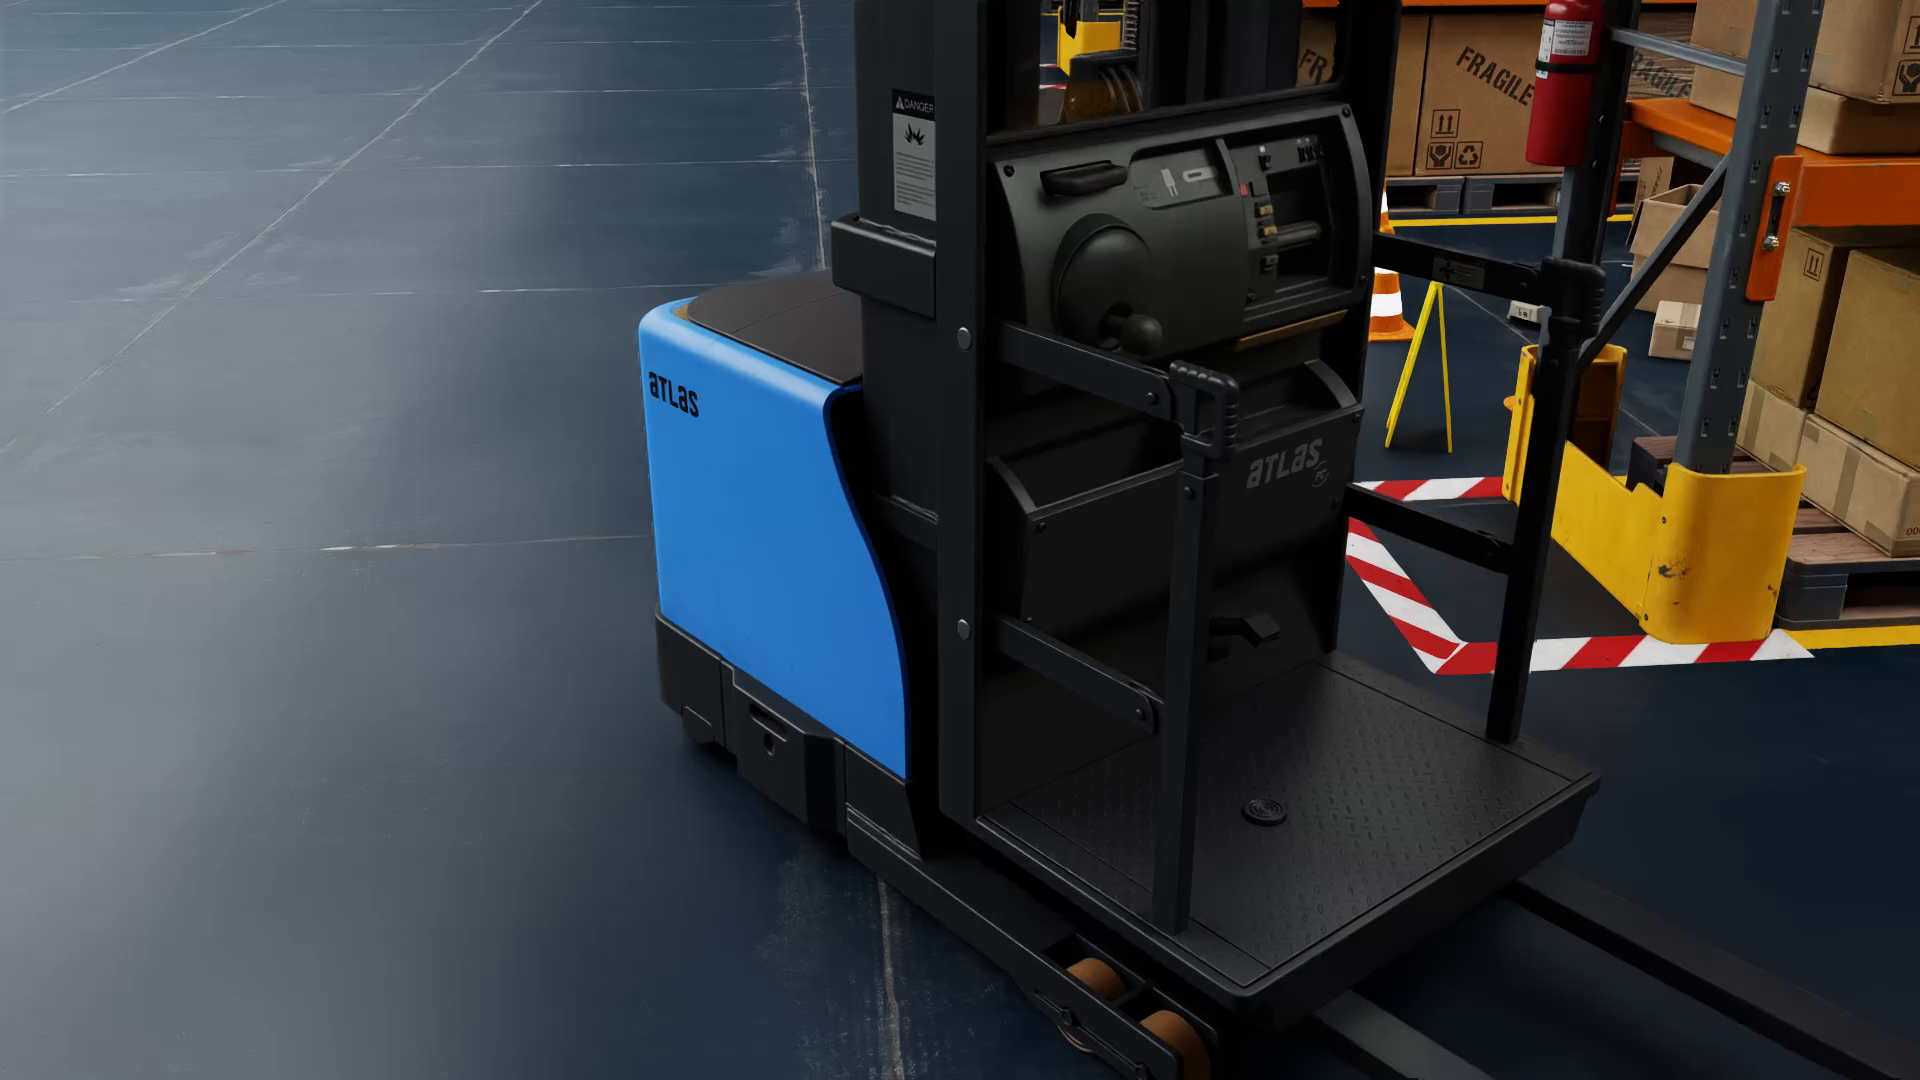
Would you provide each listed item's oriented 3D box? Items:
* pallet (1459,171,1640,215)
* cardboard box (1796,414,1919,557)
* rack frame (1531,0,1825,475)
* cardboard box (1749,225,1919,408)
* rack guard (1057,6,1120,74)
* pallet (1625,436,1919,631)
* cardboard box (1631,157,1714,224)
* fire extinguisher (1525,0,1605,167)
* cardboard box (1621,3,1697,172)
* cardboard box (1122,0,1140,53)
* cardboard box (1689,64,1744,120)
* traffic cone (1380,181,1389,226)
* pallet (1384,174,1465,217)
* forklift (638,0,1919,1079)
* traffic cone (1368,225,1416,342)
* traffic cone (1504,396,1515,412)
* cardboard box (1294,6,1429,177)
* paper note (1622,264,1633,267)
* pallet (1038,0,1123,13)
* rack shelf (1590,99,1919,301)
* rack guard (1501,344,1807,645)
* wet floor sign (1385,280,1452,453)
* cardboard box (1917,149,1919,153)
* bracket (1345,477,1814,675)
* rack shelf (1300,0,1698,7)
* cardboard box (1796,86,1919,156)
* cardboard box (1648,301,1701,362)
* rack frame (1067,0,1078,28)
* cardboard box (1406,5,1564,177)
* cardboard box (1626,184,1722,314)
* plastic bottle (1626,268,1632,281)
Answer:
[{"bbox_3d":[3.386,-2.152,9.832,1.213,0.211,1.003,-2,24,-5],"label":"pallet"},{"bbox_3d":[2.804,-0.175,4.818,0.500,0.250,0.500,-2,24,-6],"label":"cardboard box"},{"bbox_3d":[1.974,-1.319,4.524,0.127,3.000,1.000,-2,24,-5],"label":"rack frame"},{"bbox_3d":[2.745,-0.734,5.154,0.500,0.500,0.500,-2,24,-5],"label":"cardboard box"},{"bbox_3d":[1.075,-4.185,14.050,0.348,0.500,1.175,-2,24,-5],"label":"rack guard"},{"bbox_3d":[2.861,-0.066,5.138,1.213,0.211,1.003,-2,24,-5],"label":"pallet"},{"bbox_3d":[3.923,-1.857,8.810,0.500,0.500,0.500,2,24,4],"label":"cardboard box"},{"bbox_3d":[1.814,-1.465,4.948,0.183,0.674,0.296,-2,24,-5],"label":"fire extinguisher"},{"bbox_3d":[3.838,-2.662,9.644,0.875,0.875,0.875,-2,24,-5],"label":"cardboard box"},{"bbox_3d":[3.155,-1.955,6.992,2.007,1.739,15.623,-3,24,-6],"label":"cardboard box"},{"bbox_3d":[2.325,-1.305,4.803,0.250,0.149,0.380,-1,24,-3],"label":"cardboard box"},{"bbox_3d":[2.055,-1.603,8.288,0.334,0.463,0.336,-2,24,-5],"label":"traffic cone"},{"bbox_3d":[2.175,-2.105,9.726,1.213,0.211,1.003,-2,24,-5],"label":"pallet"},{"bbox_3d":[0.572,-0.557,2.894,1.130,2.935,3.031,-19,30,-36],"label":"forklift"},{"bbox_3d":[1.827,-1.133,7.230,0.334,0.463,0.336,-2,24,-5],"label":"traffic cone"},{"bbox_3d":[2.275,-0.698,6.251,0.334,0.463,0.336,-2,24,-5],"label":"traffic cone"},{"bbox_3d":[2.872,-3.567,9.067,2.515,2.999,0.987,-2,24,-4],"label":"cardboard box"},{"bbox_3d":[3.378,-1.368,8.316,0.123,0.001,0.032,10,26,22],"label":"paper note"},{"bbox_3d":[1.393,-6.104,18.724,1.213,0.211,1.003,-2,24,-5],"label":"pallet"},{"bbox_3d":[3.964,-1.070,4.850,4.000,0.370,1.077,-2,24,-5],"label":"rack shelf"},{"bbox_3d":[2.049,-0.180,5.038,0.348,0.500,1.175,-2,24,-5],"label":"rack guard"},{"bbox_3d":[1.679,-0.668,5.958,0.232,0.644,0.267,6,25,13],"label":"wet floor sign"},{"bbox_3d":[2.582,-1.150,4.453,0.250,0.149,0.380,-2,24,-4],"label":"cardboard box"},{"bbox_3d":[1.726,0.065,5.103,1.079,0.001,1.378,-2,24,-5],"label":"bracket"},{"bbox_3d":[3.377,-3.067,9.342,4.000,0.370,1.077,-2,24,-5],"label":"rack shelf"},{"bbox_3d":[2.332,-1.134,4.417,0.250,0.149,0.380,-2,24,-5],"label":"cardboard box"},{"bbox_3d":[3.079,-0.885,7.057,0.250,0.149,0.380,10,26,22],"label":"cardboard box"},{"bbox_3d":[1.000,-5.323,13.533,0.053,2.616,0.949,-2,24,-5],"label":"rack frame"},{"bbox_3d":[2.930,-2.626,9.564,0.875,0.875,0.875,-3,24,-6],"label":"cardboard box"},{"bbox_3d":[3.473,-1.271,7.491,0.797,0.503,0.637,22,32,40],"label":"cardboard box"},{"bbox_3d":[3.395,-1.294,8.085,0.283,0.061,0.133,-11,26,-23],"label":"plastic bottle"}]
